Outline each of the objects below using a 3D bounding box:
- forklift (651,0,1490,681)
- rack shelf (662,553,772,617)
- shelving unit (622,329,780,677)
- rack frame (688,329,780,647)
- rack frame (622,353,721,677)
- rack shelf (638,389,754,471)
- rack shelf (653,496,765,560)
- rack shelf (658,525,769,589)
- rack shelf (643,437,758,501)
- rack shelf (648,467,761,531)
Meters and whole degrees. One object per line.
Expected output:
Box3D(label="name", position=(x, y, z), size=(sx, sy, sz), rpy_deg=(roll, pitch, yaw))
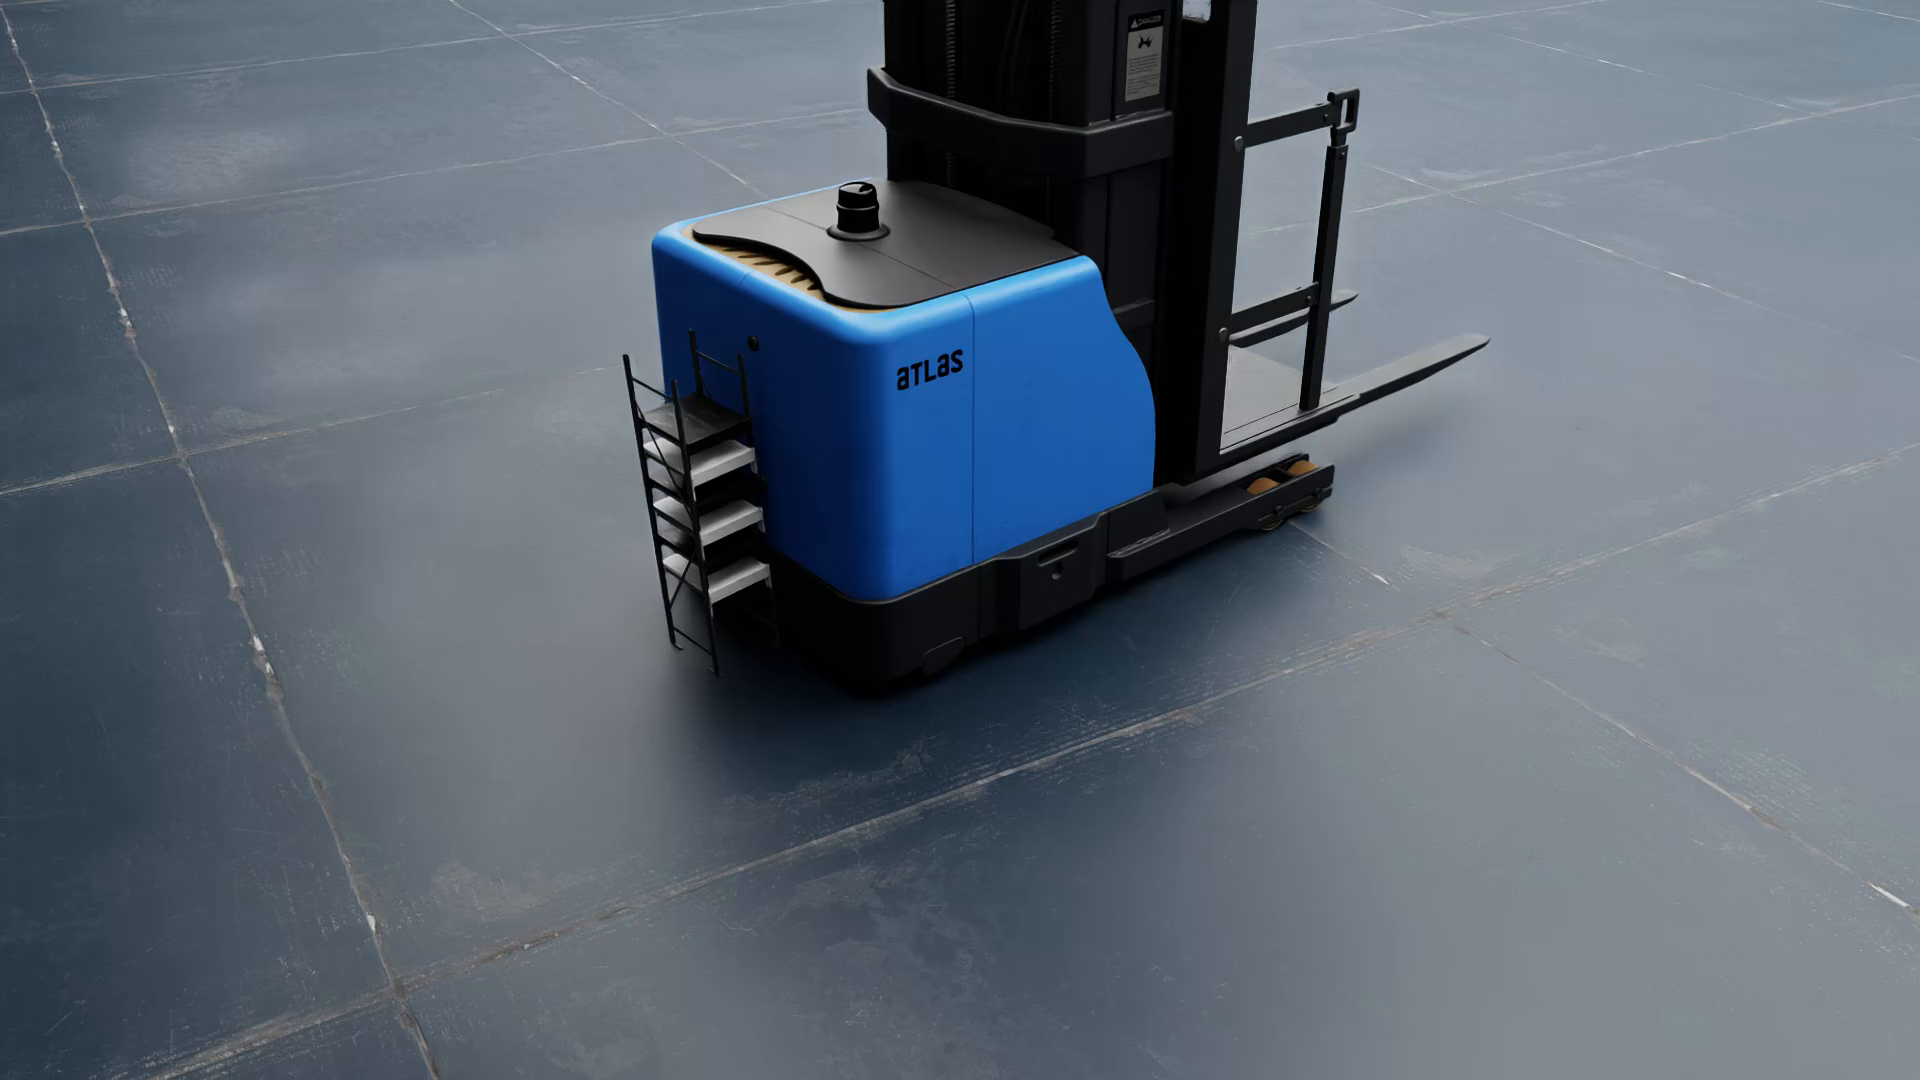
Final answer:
Box3D(label="forklift", position=(0.585, -1.487, 4.911), size=(3.031, 2.935, 1.130), rpy_deg=(-22, 36, -34))
Box3D(label="rack shelf", position=(-0.675, 0.093, 4.579), size=(0.200, 0.077, 0.258), rpy_deg=(-27, 39, -34))
Box3D(label="shelving unit", position=(-0.685, -0.089, 4.468), size=(0.210, 0.900, 0.258), rpy_deg=(-27, 39, -34))
Box3D(label="rack frame", position=(-0.610, -0.128, 4.524), size=(0.006, 0.900, 0.240), rpy_deg=(-27, 39, -34))
Box3D(label="rack frame", position=(-0.760, -0.051, 4.411), size=(0.006, 0.900, 0.240), rpy_deg=(-27, 39, -34))
Box3D(label="rack shelf", position=(-0.696, -0.291, 4.345), size=(0.200, 0.077, 0.258), rpy_deg=(-27, 39, -34))
Box3D(label="rack shelf", position=(-0.684, -0.061, 4.485), size=(0.200, 0.077, 0.258), rpy_deg=(-27, 39, -34))
Box3D(label="rack shelf", position=(-0.679, 0.016, 4.532), size=(0.200, 0.077, 0.258), rpy_deg=(-27, 39, -34))
Box3D(label="rack shelf", position=(-0.692, -0.214, 4.392), size=(0.200, 0.077, 0.258), rpy_deg=(-27, 39, -34))
Box3D(label="rack shelf", position=(-0.688, -0.138, 4.439), size=(0.200, 0.077, 0.258), rpy_deg=(-27, 39, -34))
